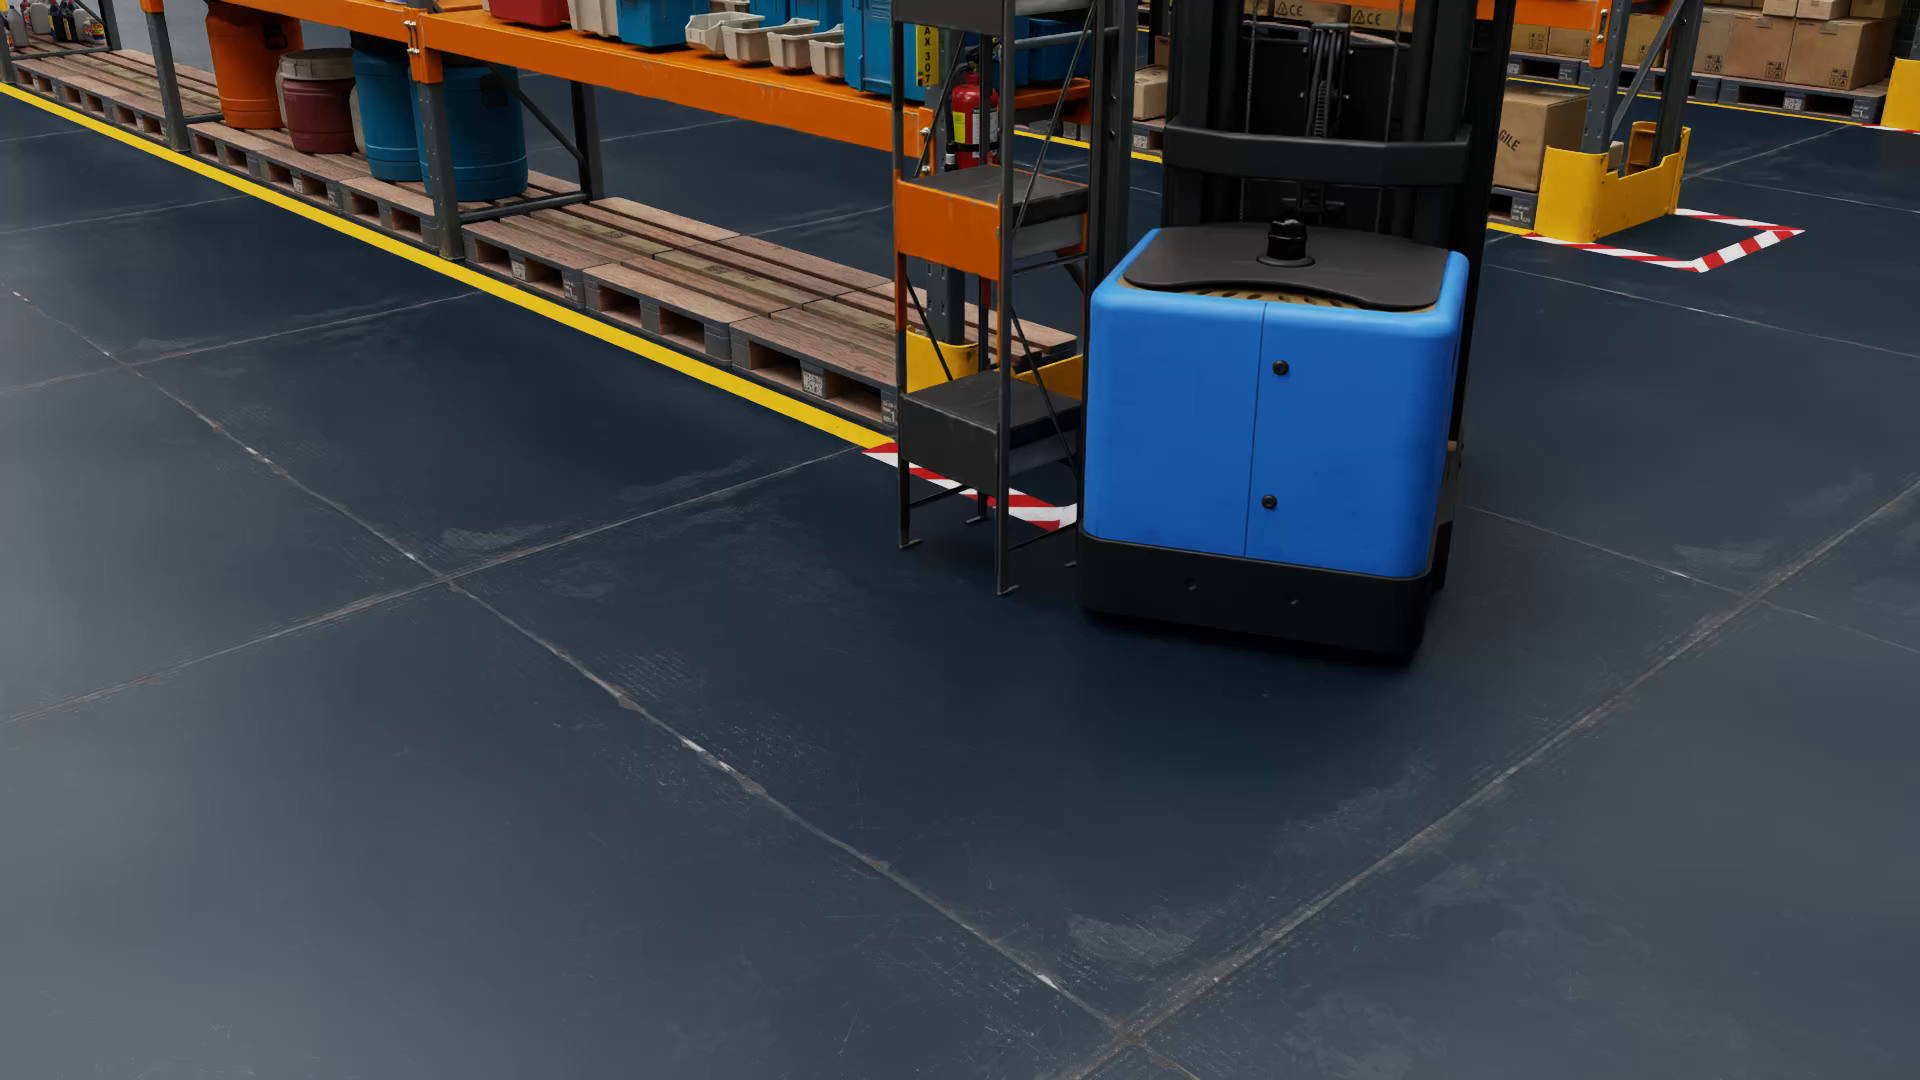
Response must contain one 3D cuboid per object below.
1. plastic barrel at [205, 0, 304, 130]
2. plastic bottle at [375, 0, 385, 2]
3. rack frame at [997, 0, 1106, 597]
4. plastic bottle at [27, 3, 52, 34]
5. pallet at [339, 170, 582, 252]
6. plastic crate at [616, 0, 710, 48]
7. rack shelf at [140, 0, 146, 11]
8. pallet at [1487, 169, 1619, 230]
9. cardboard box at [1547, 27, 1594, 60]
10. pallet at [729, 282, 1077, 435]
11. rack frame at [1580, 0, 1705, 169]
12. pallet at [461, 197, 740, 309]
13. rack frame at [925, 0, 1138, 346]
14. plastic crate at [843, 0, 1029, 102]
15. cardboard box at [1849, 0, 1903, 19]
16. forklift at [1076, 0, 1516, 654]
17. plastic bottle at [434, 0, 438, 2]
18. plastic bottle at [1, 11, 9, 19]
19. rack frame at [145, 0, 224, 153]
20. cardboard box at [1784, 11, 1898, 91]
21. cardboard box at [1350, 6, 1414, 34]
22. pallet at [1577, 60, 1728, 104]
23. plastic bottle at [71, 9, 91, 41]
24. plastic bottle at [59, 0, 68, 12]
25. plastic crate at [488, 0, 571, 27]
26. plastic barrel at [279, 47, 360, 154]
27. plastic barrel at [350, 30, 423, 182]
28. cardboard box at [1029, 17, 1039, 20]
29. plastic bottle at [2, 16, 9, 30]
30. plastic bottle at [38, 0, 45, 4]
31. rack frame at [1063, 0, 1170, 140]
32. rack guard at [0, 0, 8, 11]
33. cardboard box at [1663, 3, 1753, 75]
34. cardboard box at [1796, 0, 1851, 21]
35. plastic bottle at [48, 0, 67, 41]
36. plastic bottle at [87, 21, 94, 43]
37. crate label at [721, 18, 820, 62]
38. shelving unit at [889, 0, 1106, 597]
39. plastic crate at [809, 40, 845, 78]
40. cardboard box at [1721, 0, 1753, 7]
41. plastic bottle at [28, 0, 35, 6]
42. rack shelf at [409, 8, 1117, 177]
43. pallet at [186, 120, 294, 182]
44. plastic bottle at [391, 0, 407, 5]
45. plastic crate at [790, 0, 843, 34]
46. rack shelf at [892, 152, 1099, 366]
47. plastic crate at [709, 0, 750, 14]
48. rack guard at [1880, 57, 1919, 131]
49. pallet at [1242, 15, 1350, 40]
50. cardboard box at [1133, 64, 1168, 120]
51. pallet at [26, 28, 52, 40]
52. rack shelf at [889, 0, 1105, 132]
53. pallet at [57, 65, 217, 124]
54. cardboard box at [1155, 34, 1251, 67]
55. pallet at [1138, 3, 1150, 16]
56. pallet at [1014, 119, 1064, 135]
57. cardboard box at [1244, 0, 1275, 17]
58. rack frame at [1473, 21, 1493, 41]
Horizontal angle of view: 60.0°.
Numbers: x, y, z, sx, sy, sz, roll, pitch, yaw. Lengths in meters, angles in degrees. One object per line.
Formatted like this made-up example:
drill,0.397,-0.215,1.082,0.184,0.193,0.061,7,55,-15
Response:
plastic barrel,-4.843,-3.311,11.503,0.600,0.830,0.708,-21,32,-38
plastic bottle,-3.153,-3.071,9.008,0.061,0.283,0.133,-21,32,-38
rack frame,0.272,-0.829,5.038,0.400,2.100,0.015,-21,32,-38
plastic bottle,-8.683,-4.922,15.678,0.152,0.276,0.135,-21,32,-38
pallet,-2.953,-2.016,9.915,1.003,0.211,1.213,-21,32,-38
plastic crate,-1.313,-2.328,7.368,0.416,0.233,0.300,-21,32,-38
rack shelf,-6.557,-4.530,12.932,1.077,0.370,4.000,-21,32,-38
pallet,3.299,-2.227,10.377,1.003,0.211,1.213,-21,32,-38
cardboard box,5.553,-4.495,14.494,0.700,0.500,0.500,-22,32,-39
pallet,-0.257,-0.819,7.292,1.003,0.211,1.213,-21,32,-38
rack frame,3.896,-3.231,9.219,1.000,3.000,0.127,-21,32,-38
pallet,-1.925,-1.559,8.912,1.003,0.211,1.213,-21,32,-38
rack frame,0.278,-1.827,6.141,1.000,3.000,0.127,-21,32,-38
plastic crate,-0.087,-1.919,6.228,0.616,0.435,0.499,-21,32,-38
cardboard box,7.190,-4.189,13.043,0.380,0.149,0.250,-21,32,-38
forklift,1.308,-1.589,5.702,1.130,2.935,3.031,8,26,17
plastic bottle,-2.883,-3.017,8.990,0.097,0.201,0.097,0,25,0
plastic bottle,-8.615,-4.645,15.069,0.152,0.276,0.135,-21,32,-38
rack frame,-5.190,-4.251,11.454,1.000,3.000,0.127,-21,32,-38
cardboard box,6.958,-3.875,13.136,0.700,0.500,0.500,-21,32,-38
cardboard box,4.236,-5.223,15.668,0.750,0.750,0.750,-21,32,-38
pallet,6.076,-3.959,14.173,1.003,0.211,1.213,-21,32,-38
plastic bottle,-8.063,-4.735,15.267,0.152,0.276,0.135,-20,31,-37
plastic bottle,-8.302,-4.877,15.489,0.185,0.351,0.144,22,33,40
plastic crate,-2.029,-2.754,8.023,0.402,0.464,0.583,-21,32,-38
plastic barrel,-4.071,-2.859,10.803,0.600,0.588,0.708,-21,32,-38
plastic barrel,-3.299,-2.660,9.988,0.600,0.901,0.708,-21,32,-38
cardboard box,0.637,-3.880,13.123,0.500,0.500,0.500,-21,32,-38
plastic bottle,-8.575,-4.571,14.818,0.144,0.351,0.185,-22,33,-40
plastic bottle,-8.720,-5.062,15.895,0.144,0.351,0.185,-20,31,-36
rack frame,1.162,-4.443,11.876,1.000,3.000,0.127,-21,32,-38
rack guard,-10.572,-5.528,17.265,1.175,0.500,0.348,-21,32,-38
cardboard box,6.272,-4.179,13.802,0.500,0.500,0.700,23,33,40
cardboard box,6.737,-4.158,12.974,0.380,0.149,0.250,-22,32,-39
plastic bottle,-8.278,-4.779,15.274,0.144,0.351,0.185,-21,32,-38
plastic bottle,-7.891,-4.642,15.152,0.097,0.201,0.097,0,25,0
crate label,-0.807,-2.100,6.984,0.396,0.136,0.243,-21,32,-38
shelving unit,0.108,-0.904,5.202,0.431,2.100,0.503,-21,32,-38
plastic crate,-0.412,-1.930,6.613,0.396,0.136,0.243,-21,32,-38
cardboard box,6.498,-4.495,13.714,0.380,0.149,0.250,-21,32,-38
plastic bottle,-8.930,-5.120,16.110,0.152,0.276,0.135,-21,32,-38
rack shelf,-1.089,-2.106,7.619,1.077,0.370,4.000,-21,32,-38
pallet,-4.621,-2.755,11.535,1.003,0.211,1.213,-21,32,-38
plastic bottle,-2.961,-3.010,8.884,0.152,0.276,0.135,-21,32,-38
plastic crate,-0.550,-2.345,7.407,0.416,0.233,0.300,-21,32,-38
rack shelf,0.108,-0.892,5.208,0.431,0.518,0.480,-21,32,-38
plastic crate,-1.046,-2.504,7.871,0.293,0.136,0.466,-21,32,-38
rack guard,7.526,-3.493,12.805,1.175,0.500,0.348,-21,32,-38
pallet,3.355,-5.163,16.813,1.003,0.211,1.213,-21,32,-38
cardboard box,1.291,-3.232,11.929,0.500,0.311,0.500,-21,32,-38
pallet,-9.191,-4.779,15.972,1.003,0.211,1.213,-21,32,-38
rack shelf,0.108,-1.529,4.917,0.431,0.518,0.480,-21,32,-38
pallet,-6.521,-3.598,13.382,1.003,0.211,1.213,-21,32,-38
cardboard box,1.759,-3.414,12.101,0.500,0.500,0.500,-21,32,-38
pallet,1.509,-6.030,18.714,1.003,0.211,1.213,-21,32,-38
pallet,0.579,-3.410,12.971,1.003,0.211,1.213,-21,32,-38
cardboard box,3.043,-5.747,16.818,0.750,0.750,0.750,-21,32,-39
rack frame,4.776,-5.850,14.958,1.000,3.000,0.127,-21,32,-38
